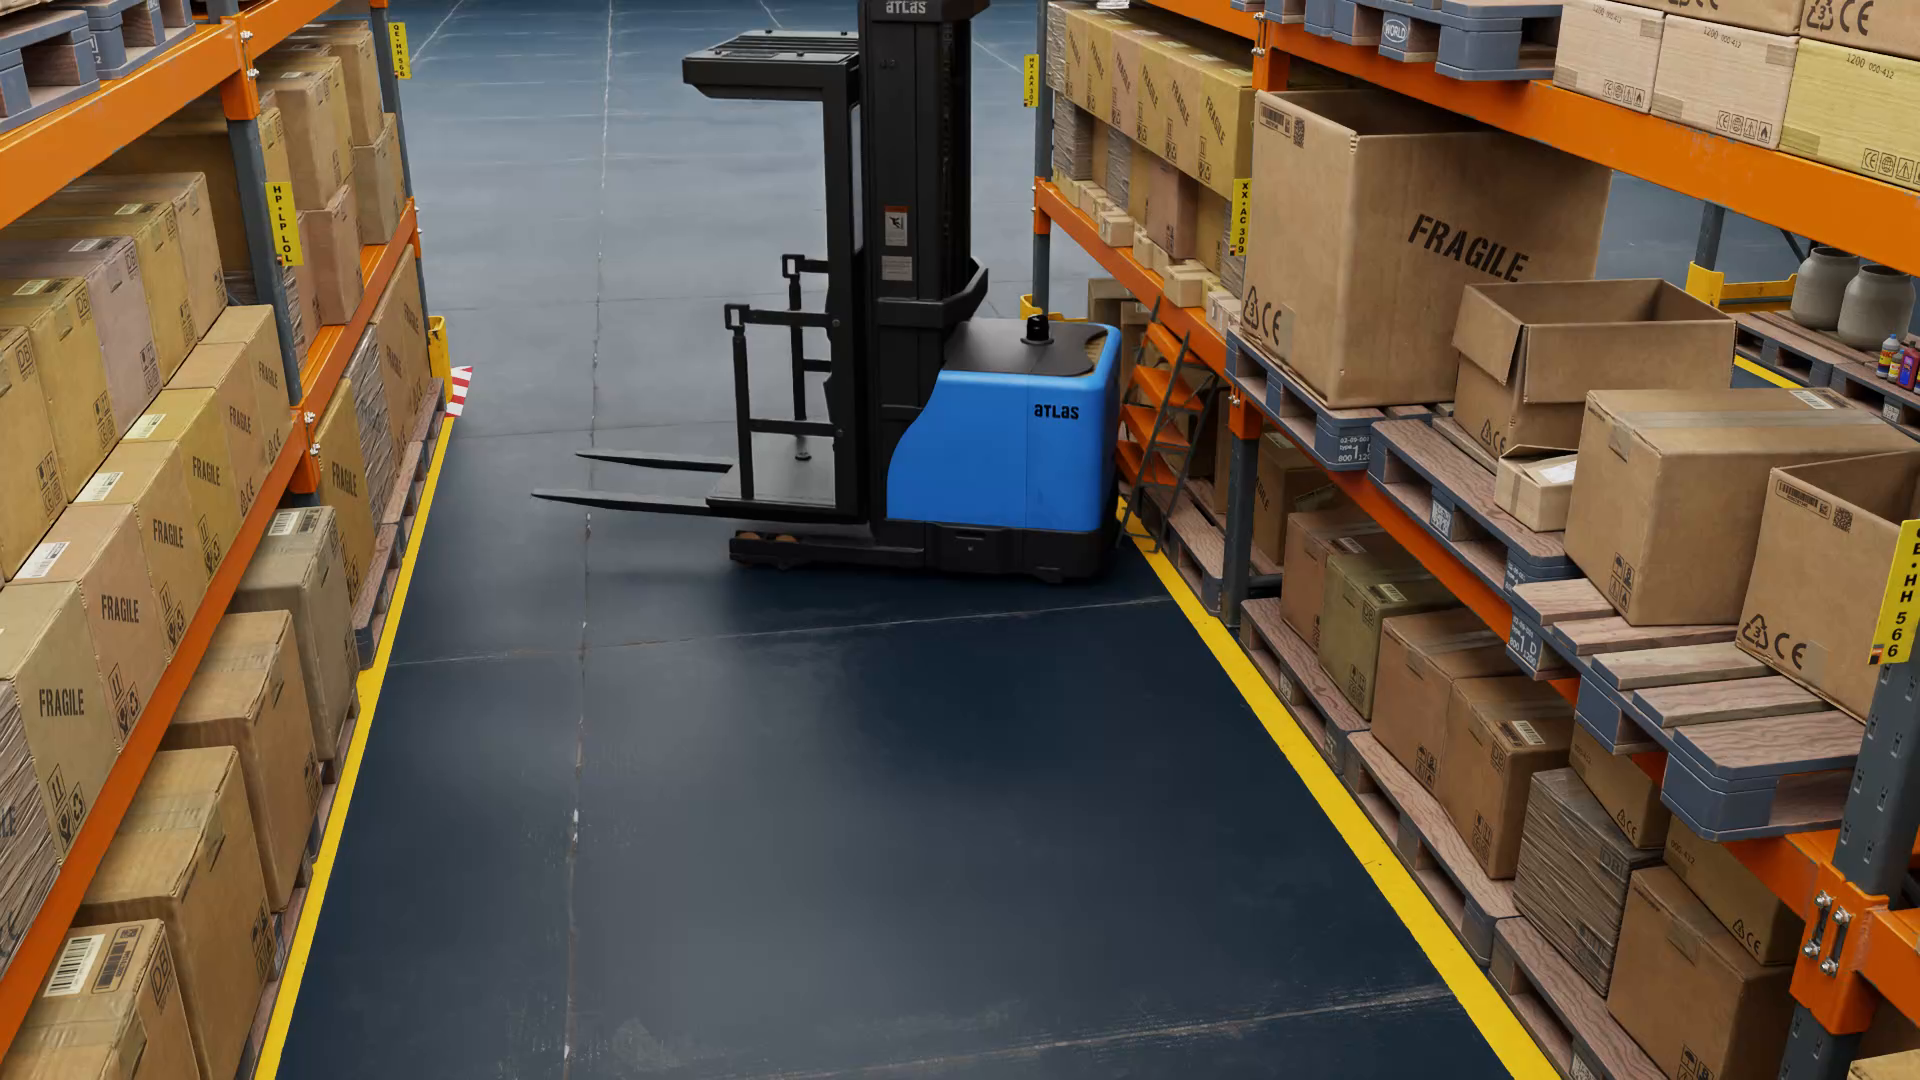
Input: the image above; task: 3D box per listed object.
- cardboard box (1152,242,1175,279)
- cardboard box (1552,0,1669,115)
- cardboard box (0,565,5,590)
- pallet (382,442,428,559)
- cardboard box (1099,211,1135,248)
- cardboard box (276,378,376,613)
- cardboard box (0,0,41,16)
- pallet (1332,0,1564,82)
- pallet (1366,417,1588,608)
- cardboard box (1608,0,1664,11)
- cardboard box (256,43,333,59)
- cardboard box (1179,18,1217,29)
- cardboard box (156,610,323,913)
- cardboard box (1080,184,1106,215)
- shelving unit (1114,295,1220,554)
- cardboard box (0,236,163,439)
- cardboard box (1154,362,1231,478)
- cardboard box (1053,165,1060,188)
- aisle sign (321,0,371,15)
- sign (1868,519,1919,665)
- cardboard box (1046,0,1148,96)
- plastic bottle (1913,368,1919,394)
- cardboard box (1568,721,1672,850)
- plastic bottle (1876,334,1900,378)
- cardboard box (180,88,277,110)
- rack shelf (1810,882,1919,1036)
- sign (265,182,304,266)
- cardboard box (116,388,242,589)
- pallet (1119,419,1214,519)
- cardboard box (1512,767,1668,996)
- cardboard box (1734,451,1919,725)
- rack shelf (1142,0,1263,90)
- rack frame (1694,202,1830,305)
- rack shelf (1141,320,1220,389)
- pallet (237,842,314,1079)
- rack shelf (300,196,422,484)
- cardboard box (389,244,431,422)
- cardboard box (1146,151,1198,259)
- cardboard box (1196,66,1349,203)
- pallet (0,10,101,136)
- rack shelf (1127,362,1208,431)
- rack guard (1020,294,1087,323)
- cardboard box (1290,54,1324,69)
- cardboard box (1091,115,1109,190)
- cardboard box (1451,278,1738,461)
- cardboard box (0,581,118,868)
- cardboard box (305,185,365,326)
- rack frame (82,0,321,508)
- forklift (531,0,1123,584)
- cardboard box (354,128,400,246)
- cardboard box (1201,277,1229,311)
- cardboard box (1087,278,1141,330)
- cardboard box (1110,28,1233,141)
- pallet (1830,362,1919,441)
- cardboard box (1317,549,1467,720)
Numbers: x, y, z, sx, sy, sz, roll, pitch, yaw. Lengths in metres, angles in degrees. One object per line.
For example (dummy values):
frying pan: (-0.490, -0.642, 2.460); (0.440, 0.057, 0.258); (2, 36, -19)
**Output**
cardboard box: (1.222, -1.458, 8.655); (0.380, 0.149, 0.250); (-4, 24, -10)
cardboard box: (1.948, -1.308, 4.438); (0.500, 0.250, 0.500); (-4, 24, -8)
cardboard box: (-2.589, 0.005, 3.616); (0.700, 0.500, 0.500); (-5, 24, -11)
pallet: (-3.453, -0.196, 8.935); (1.003, 0.211, 1.213); (-4, 24, -10)
cardboard box: (0.994, -1.747, 9.315); (0.380, 0.149, 0.250); (-4, 24, -10)
cardboard box: (-3.208, -0.159, 7.497); (0.875, 0.875, 0.875); (-4, 24, -9)
cardboard box: (-2.526, -1.387, 3.891); (0.500, 0.311, 0.500); (-5, 24, -11)
pallet: (1.937, -1.645, 5.256); (1.213, 0.211, 1.003); (-4, 24, -10)
pallet: (2.066, -0.130, 5.539); (1.003, 0.211, 1.213); (-4, 24, -10)
cardboard box: (1.956, -1.657, 4.300); (0.500, 0.500, 0.500); (-4, 24, -9)
cardboard box: (-3.707, -2.236, 8.586); (0.875, 0.550, 0.550); (-4, 24, -10)
cardboard box: (1.526, -2.638, 9.296); (0.500, 0.500, 0.500); (-4, 24, -10)
cardboard box: (-2.783, 0.768, 5.530); (1.050, 0.750, 0.750); (-4, 24, -10)
cardboard box: (0.937, -2.048, 10.005); (0.380, 0.149, 0.250); (-4, 24, -10)
shelving unit: (1.010, -0.585, 8.499); (0.258, 1.200, 0.503); (8, 26, -17)
cardboard box: (-2.873, -0.596, 4.993); (0.700, 0.500, 0.500); (-4, 24, -9)
cardboard box: (1.393, -0.686, 9.170); (0.500, 0.500, 0.500); (-6, 24, -14)
cardboard box: (0.811, -2.344, 10.682); (0.380, 0.149, 0.250); (-4, 24, -10)
aisle sign: (-3.618, -3.503, 9.774); (0.394, 0.787, 0.004); (-4, 24, -10)
sign: (1.941, 0.108, 3.408); (0.100, 0.325, 0.005); (-4, 24, -10)
cardboard box: (0.827, -2.992, 10.108); (0.500, 0.500, 0.500); (-4, 24, -10)
plastic bottle: (5.953, -1.035, 10.232); (0.097, 0.271, 0.097); (0, 24, 0)
cardboard box: (2.211, 0.689, 5.061); (0.500, 0.250, 0.500); (-2, 24, -4)
plastic bottle: (5.890, -1.170, 10.541); (0.097, 0.271, 0.097); (0, 24, 0)
cardboard box: (-3.411, -1.607, 7.145); (0.875, 0.550, 0.550); (-4, 24, -10)
rack shelf: (2.842, 1.674, 2.067); (1.077, 0.370, 4.000); (-4, 24, -10)
sign: (-2.629, -1.226, 6.462); (0.100, 0.325, 0.005); (-4, 24, -10)
cardboard box: (-2.614, -0.151, 5.222); (0.500, 0.500, 0.500); (-4, 24, -9)
pallet: (1.345, -0.480, 9.585); (1.003, 0.211, 1.213); (-4, 24, -10)
cardboard box: (2.214, 1.023, 5.234); (0.700, 0.500, 0.500); (-6, 24, -14)
cardboard box: (2.333, 0.110, 4.100); (0.500, 0.500, 0.500); (-7, 25, -16)
rack shelf: (1.363, -2.847, 8.672); (1.077, 0.370, 4.000); (-4, 24, -10)
rack frame: (5.861, -2.955, 11.769); (1.000, 3.000, 0.127); (-4, 24, -10)
rack shelf: (1.111, -0.927, 8.333); (0.258, 0.148, 0.480); (8, 26, -17)
pallet: (-2.715, 1.369, 5.352); (1.003, 0.211, 1.213); (-4, 24, -10)
rack shelf: (-3.530, -1.145, 8.523); (1.077, 0.370, 4.000); (-4, 24, -10)
cardboard box: (-3.710, -1.218, 9.921); (0.875, 0.875, 0.875); (-4, 24, -9)
cardboard box: (1.461, -1.767, 8.552); (0.875, 0.500, 0.500); (-4, 24, -10)
cardboard box: (1.379, -1.812, 7.406); (0.500, 0.500, 0.500); (-4, 24, -10)
pallet: (-2.802, -1.092, 3.990); (1.003, 0.211, 1.213); (-3, 24, -7)
rack shelf: (1.050, -0.721, 8.433); (0.258, 0.148, 0.480); (8, 26, -17)
rack guard: (1.007, -1.413, 11.361); (1.175, 0.500, 0.348); (-4, 24, -10)
cardboard box: (1.805, -2.048, 7.946); (0.500, 0.500, 0.500); (-4, 24, -10)
cardboard box: (1.278, -2.365, 9.920); (0.875, 0.500, 0.500); (-4, 24, -10)
cardboard box: (2.144, -0.580, 5.677); (0.797, 0.503, 0.637); (-2, 24, -4)
cardboard box: (-2.335, 0.443, 3.862); (0.500, 0.500, 0.500); (-5, 24, -10)
cardboard box: (-3.349, -1.337, 7.875); (0.875, 0.550, 0.550); (-4, 24, -10)
rack frame: (-3.160, -0.688, 6.577); (1.000, 3.000, 0.127); (-4, 24, -10)
forklift: (-0.712, -1.401, 8.295); (3.031, 2.935, 1.130); (4, 24, 10)
cardboard box: (-3.664, -1.973, 9.332); (0.875, 0.550, 0.550); (-4, 24, -10)
cardboard box: (1.380, -1.165, 7.983); (0.380, 0.149, 0.250); (-4, 24, -10)
cardboard box: (1.092, -1.389, 10.780); (0.500, 0.500, 0.500); (0, 24, 0)
cardboard box: (1.105, -2.402, 8.757); (0.500, 0.500, 0.500); (-4, 24, -10)
pallet: (6.288, -0.852, 10.437); (1.003, 0.211, 1.213); (-4, 24, -10)
cardboard box: (1.895, 0.361, 6.750); (0.700, 0.500, 0.500); (-4, 24, -10)
